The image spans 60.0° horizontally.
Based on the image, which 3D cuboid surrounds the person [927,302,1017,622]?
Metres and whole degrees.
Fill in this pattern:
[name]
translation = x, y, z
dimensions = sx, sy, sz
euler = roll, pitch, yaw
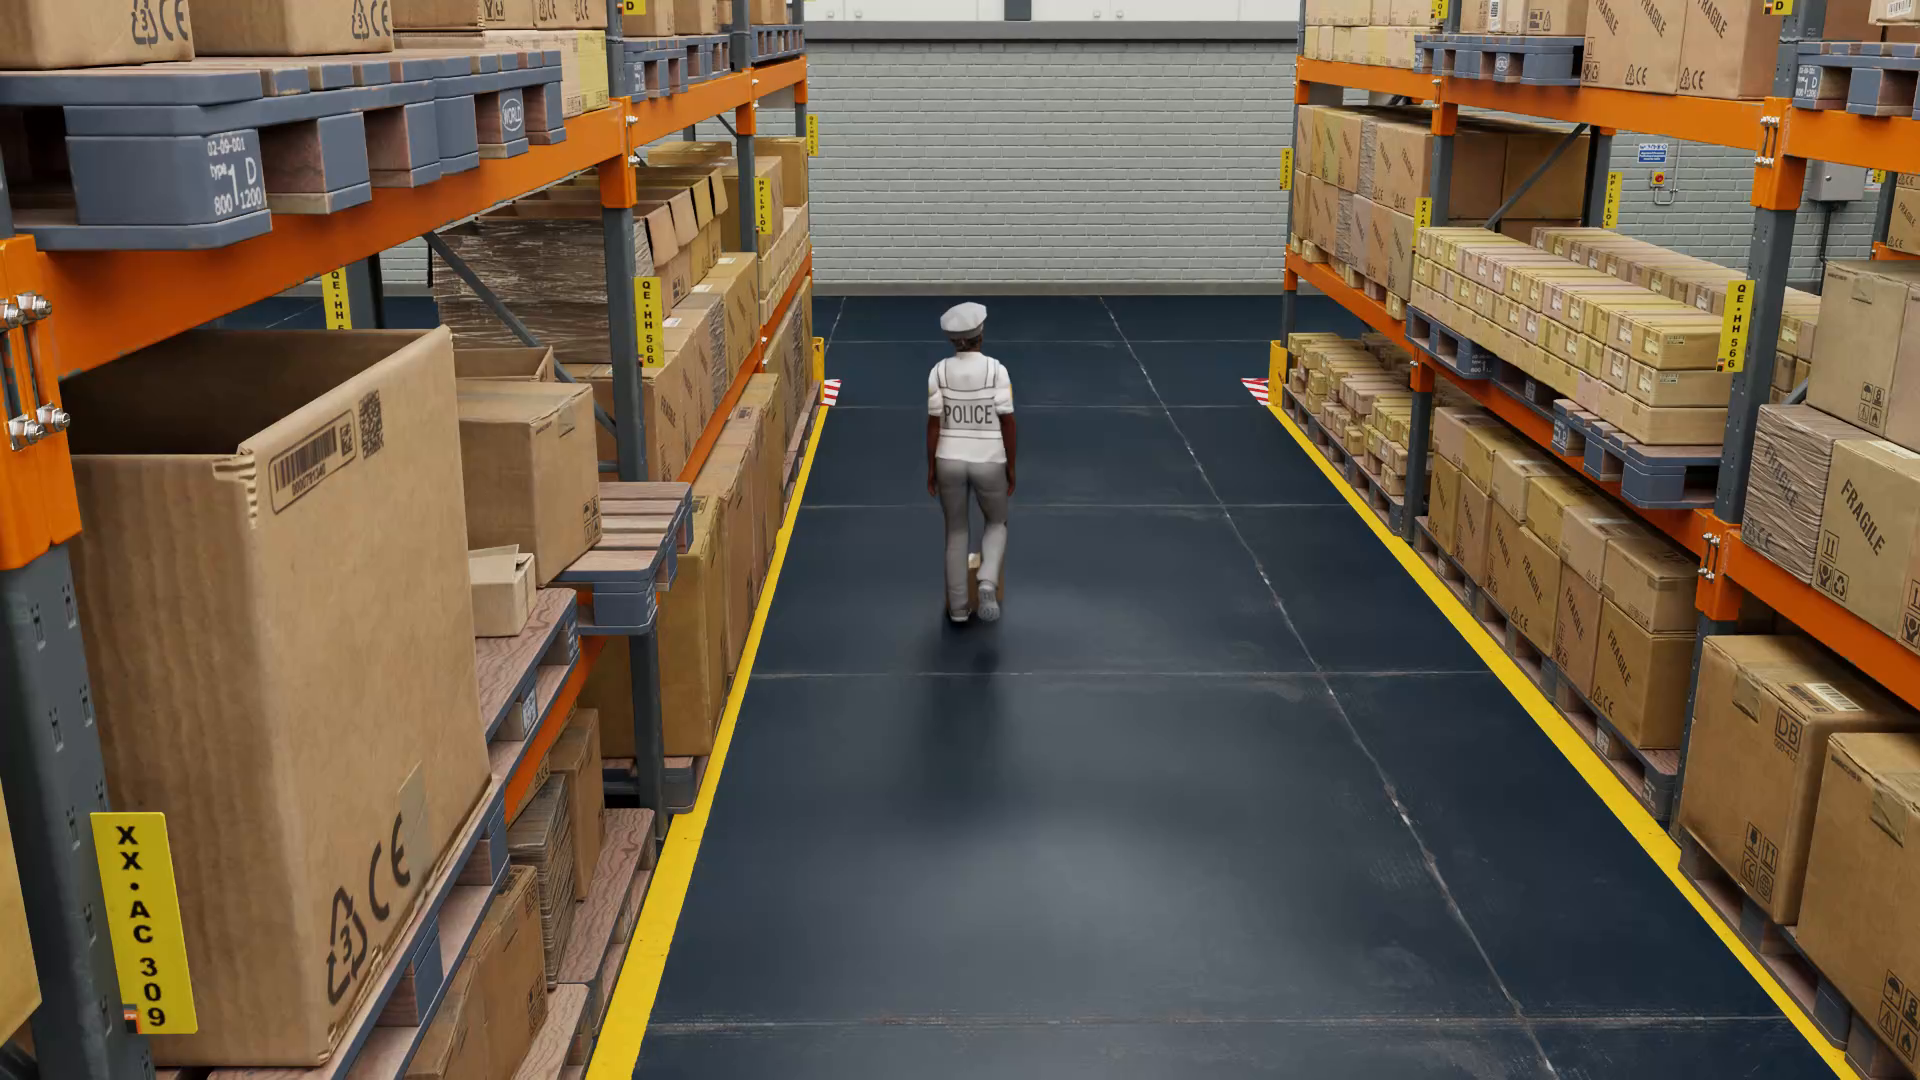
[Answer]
[person]
translation = 0.056, -0.375, 8.656
dimensions = 0.480, 1.680, 0.490
euler = 2, 17, 6
